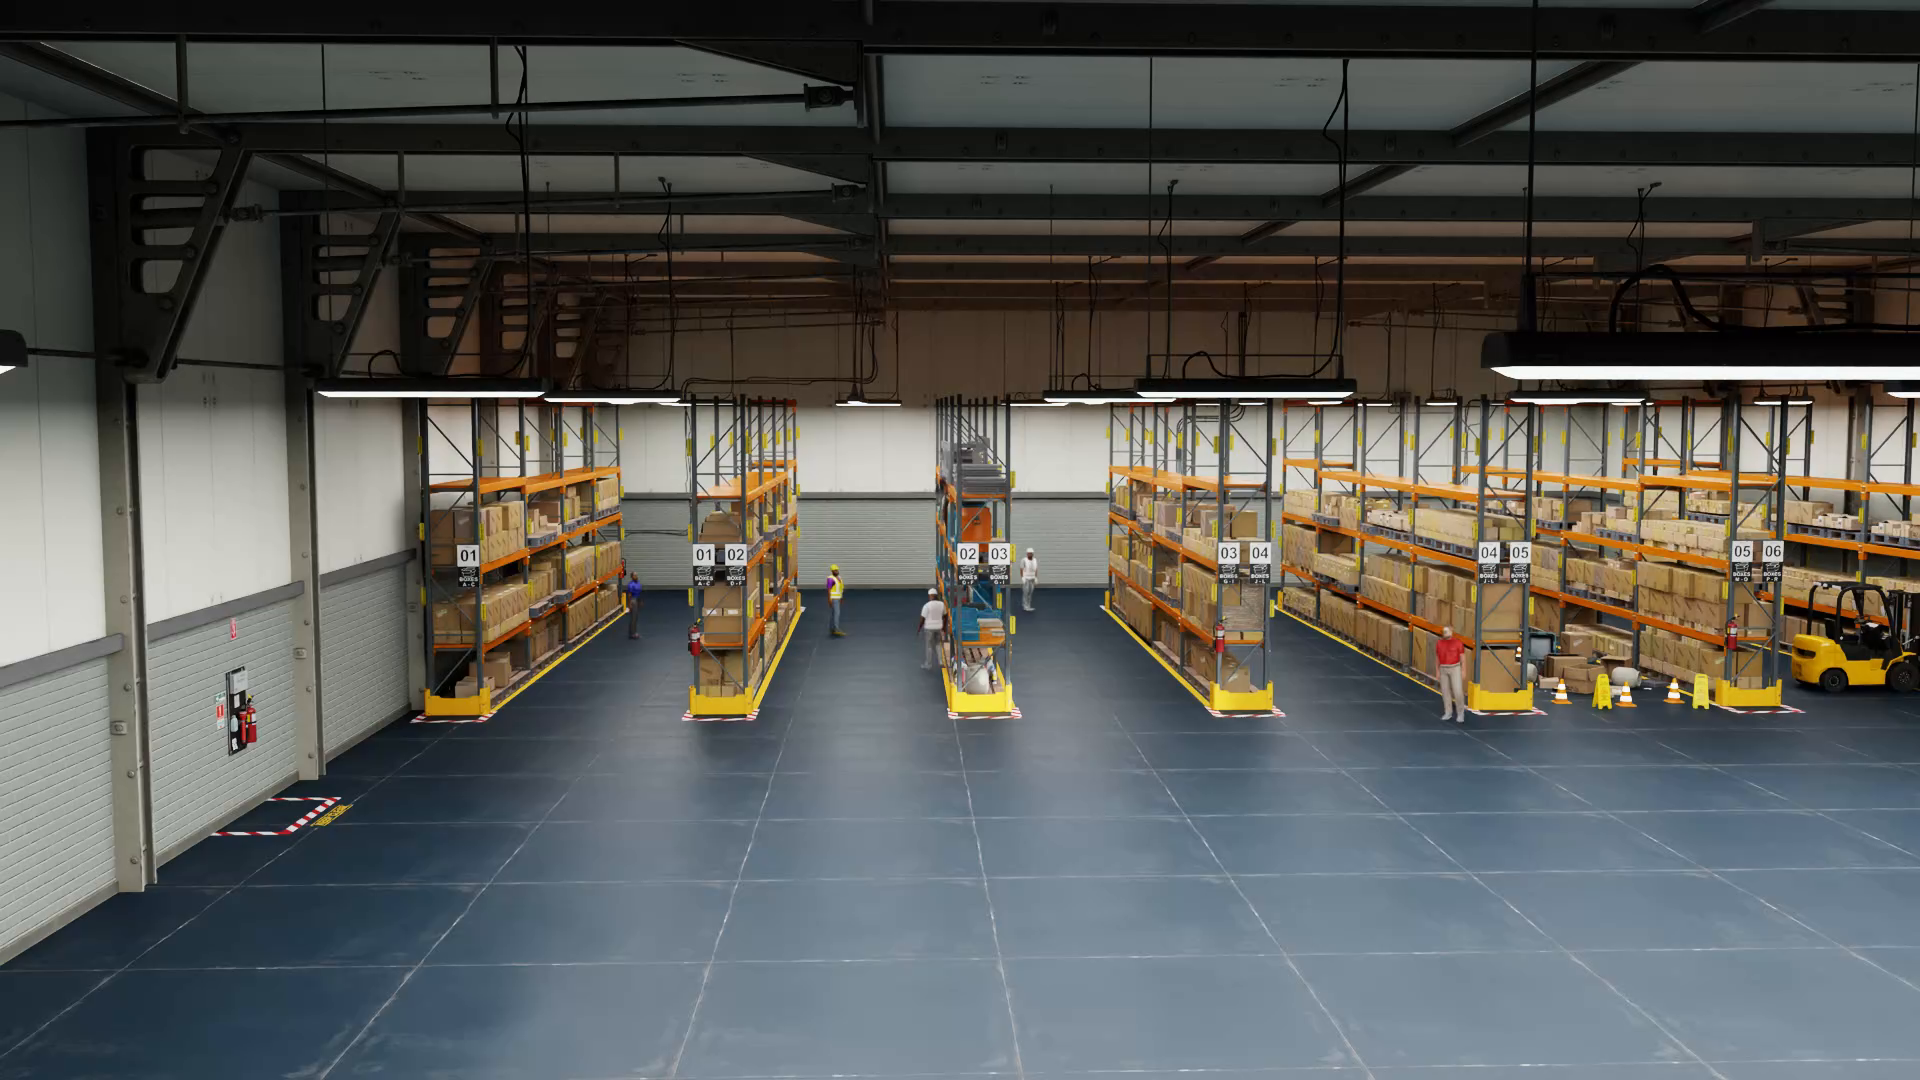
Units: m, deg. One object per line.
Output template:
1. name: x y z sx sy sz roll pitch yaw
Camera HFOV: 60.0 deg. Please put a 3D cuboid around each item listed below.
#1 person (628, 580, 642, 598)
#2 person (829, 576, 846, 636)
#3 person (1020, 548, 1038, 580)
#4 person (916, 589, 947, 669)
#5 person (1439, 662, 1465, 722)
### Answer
1. person: -8.154 1.240 41.660 0.316 0.490 0.223 0 5 4
2. person: -3.103 1.659 42.340 0.532 1.498 0.488 1 5 14
3. person: 1.967 0.754 47.170 0.575 1.068 0.376 -3 6 -38
4. person: -0.626 1.961 36.544 0.663 1.799 0.470 -3 5 -32
5. person: 9.080 2.792 30.675 0.538 1.117 0.385 4 6 40
